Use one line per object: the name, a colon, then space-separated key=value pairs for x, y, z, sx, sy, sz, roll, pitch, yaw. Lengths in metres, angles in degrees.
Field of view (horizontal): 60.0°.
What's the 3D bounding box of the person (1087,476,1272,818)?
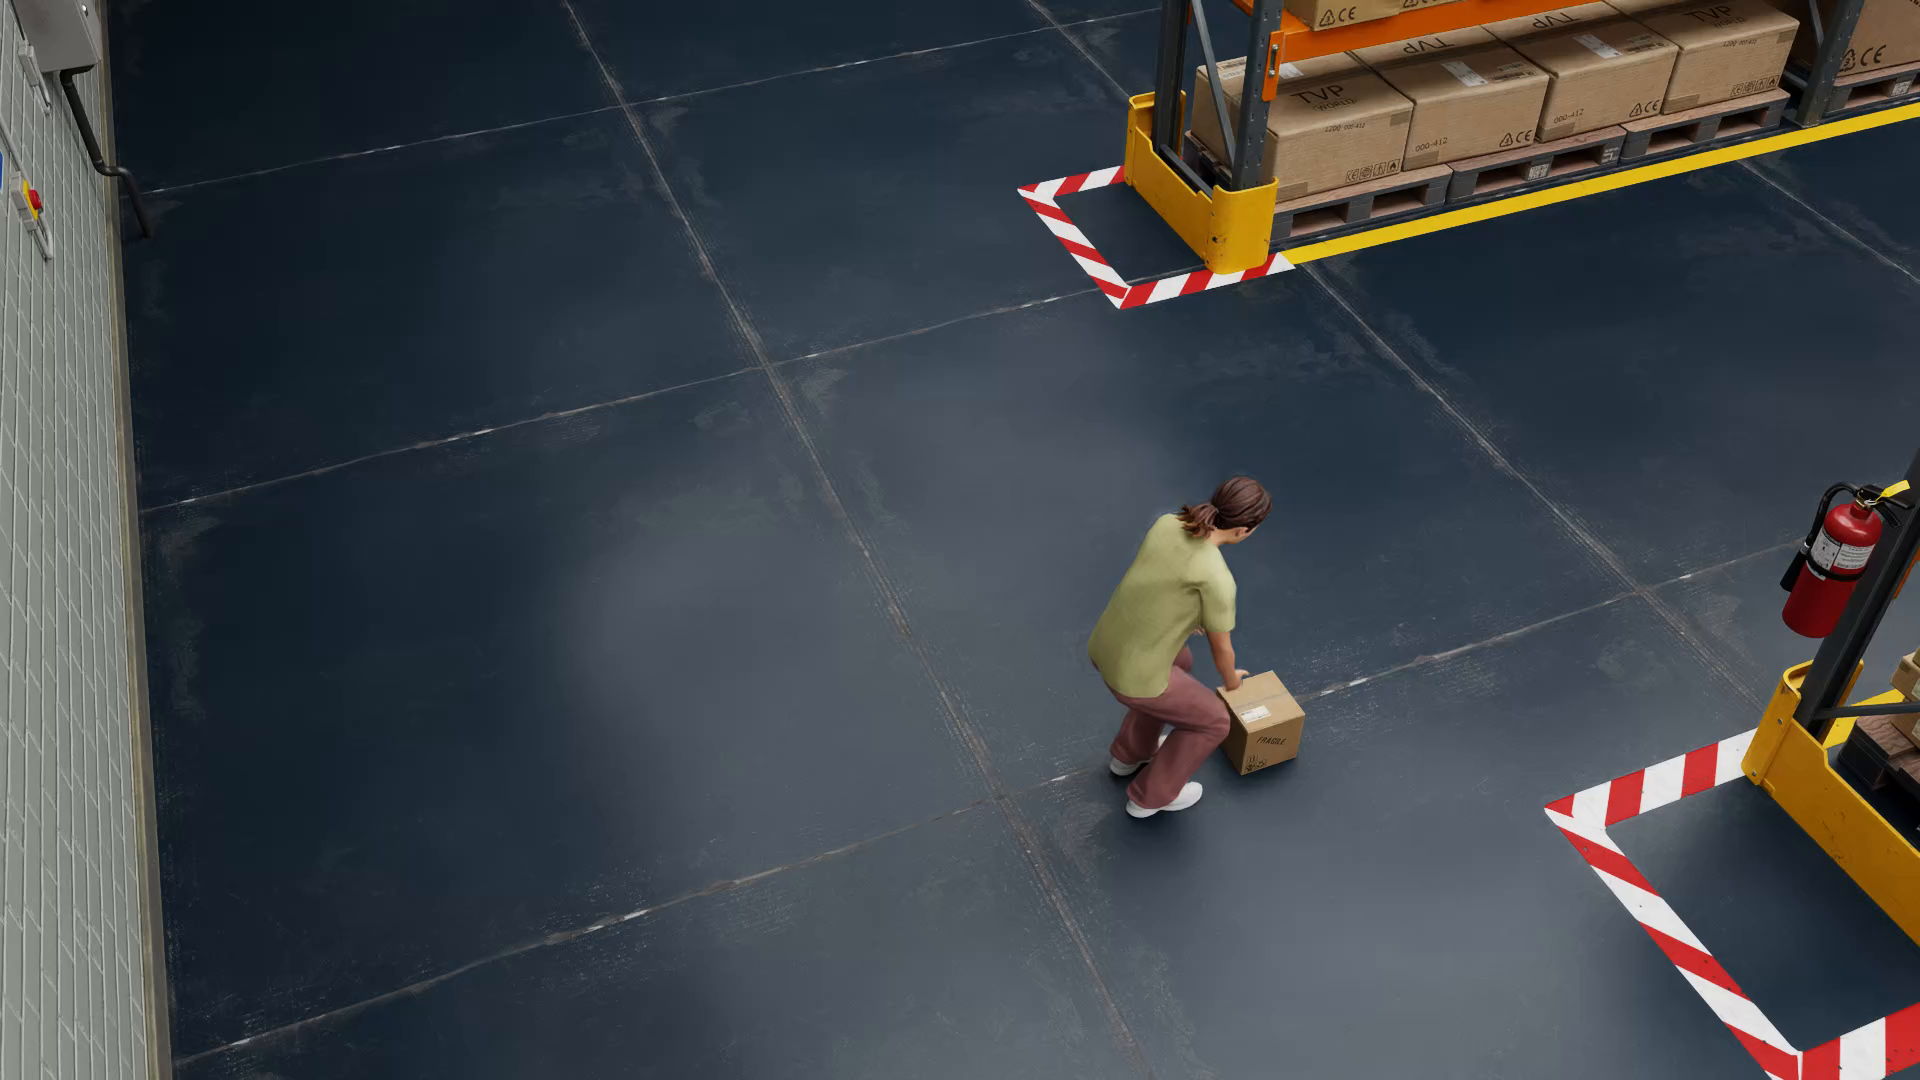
person: x=0.758 y=0.379 z=5.957 sx=0.634 sy=1.390 sz=0.510 roll=-15 pitch=44 yaw=-16
